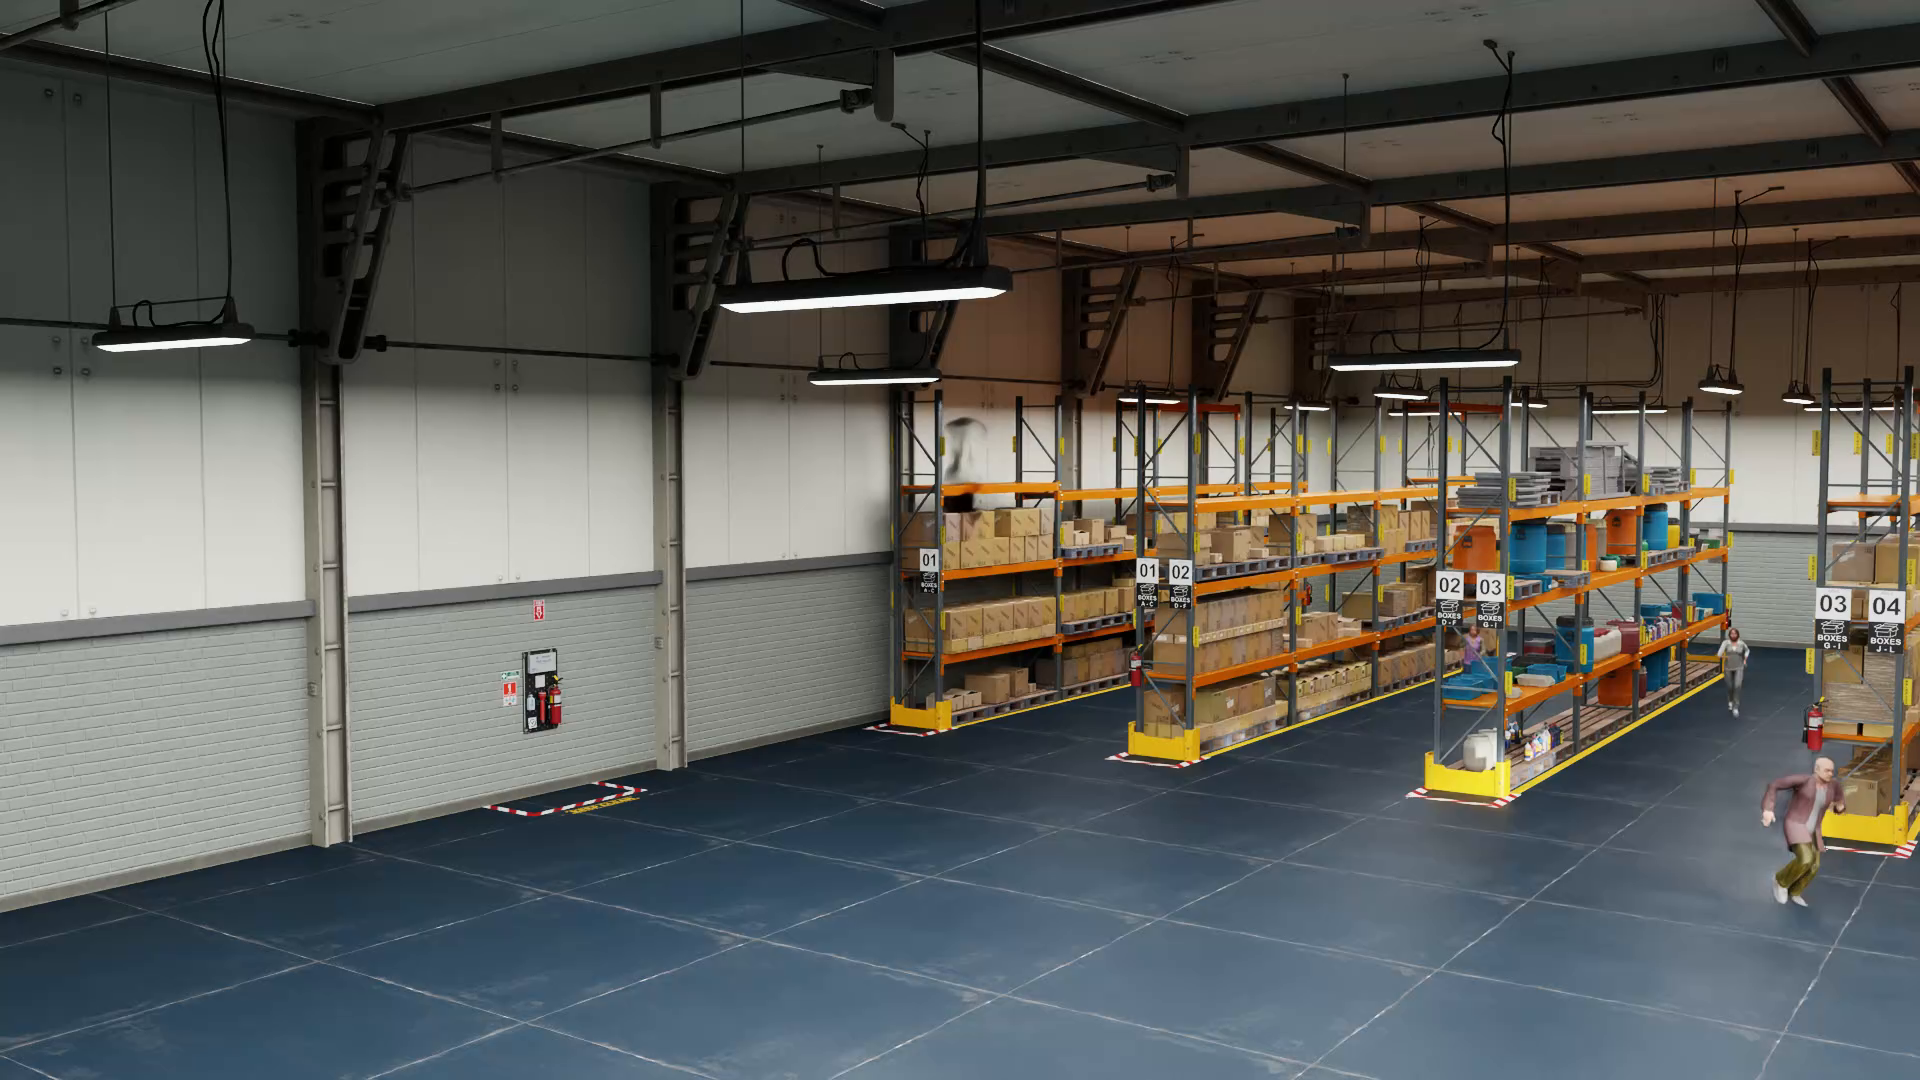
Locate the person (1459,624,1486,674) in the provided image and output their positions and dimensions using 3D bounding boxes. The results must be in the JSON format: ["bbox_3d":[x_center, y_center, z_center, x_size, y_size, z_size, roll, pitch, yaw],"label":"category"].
[{"bbox_3d":[9.801,2.408,31.832,0.505,1.592,0.662,1,3,21],"label":"person"}]

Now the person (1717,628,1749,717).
[{"bbox_3d":[14.411,2.441,31.014,0.536,1.623,0.817,2,4,27],"label":"person"}]

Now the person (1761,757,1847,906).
[{"bbox_3d":[9.228,3.181,18.088,0.797,1.693,0.774,-1,3,-13],"label":"person"}]
